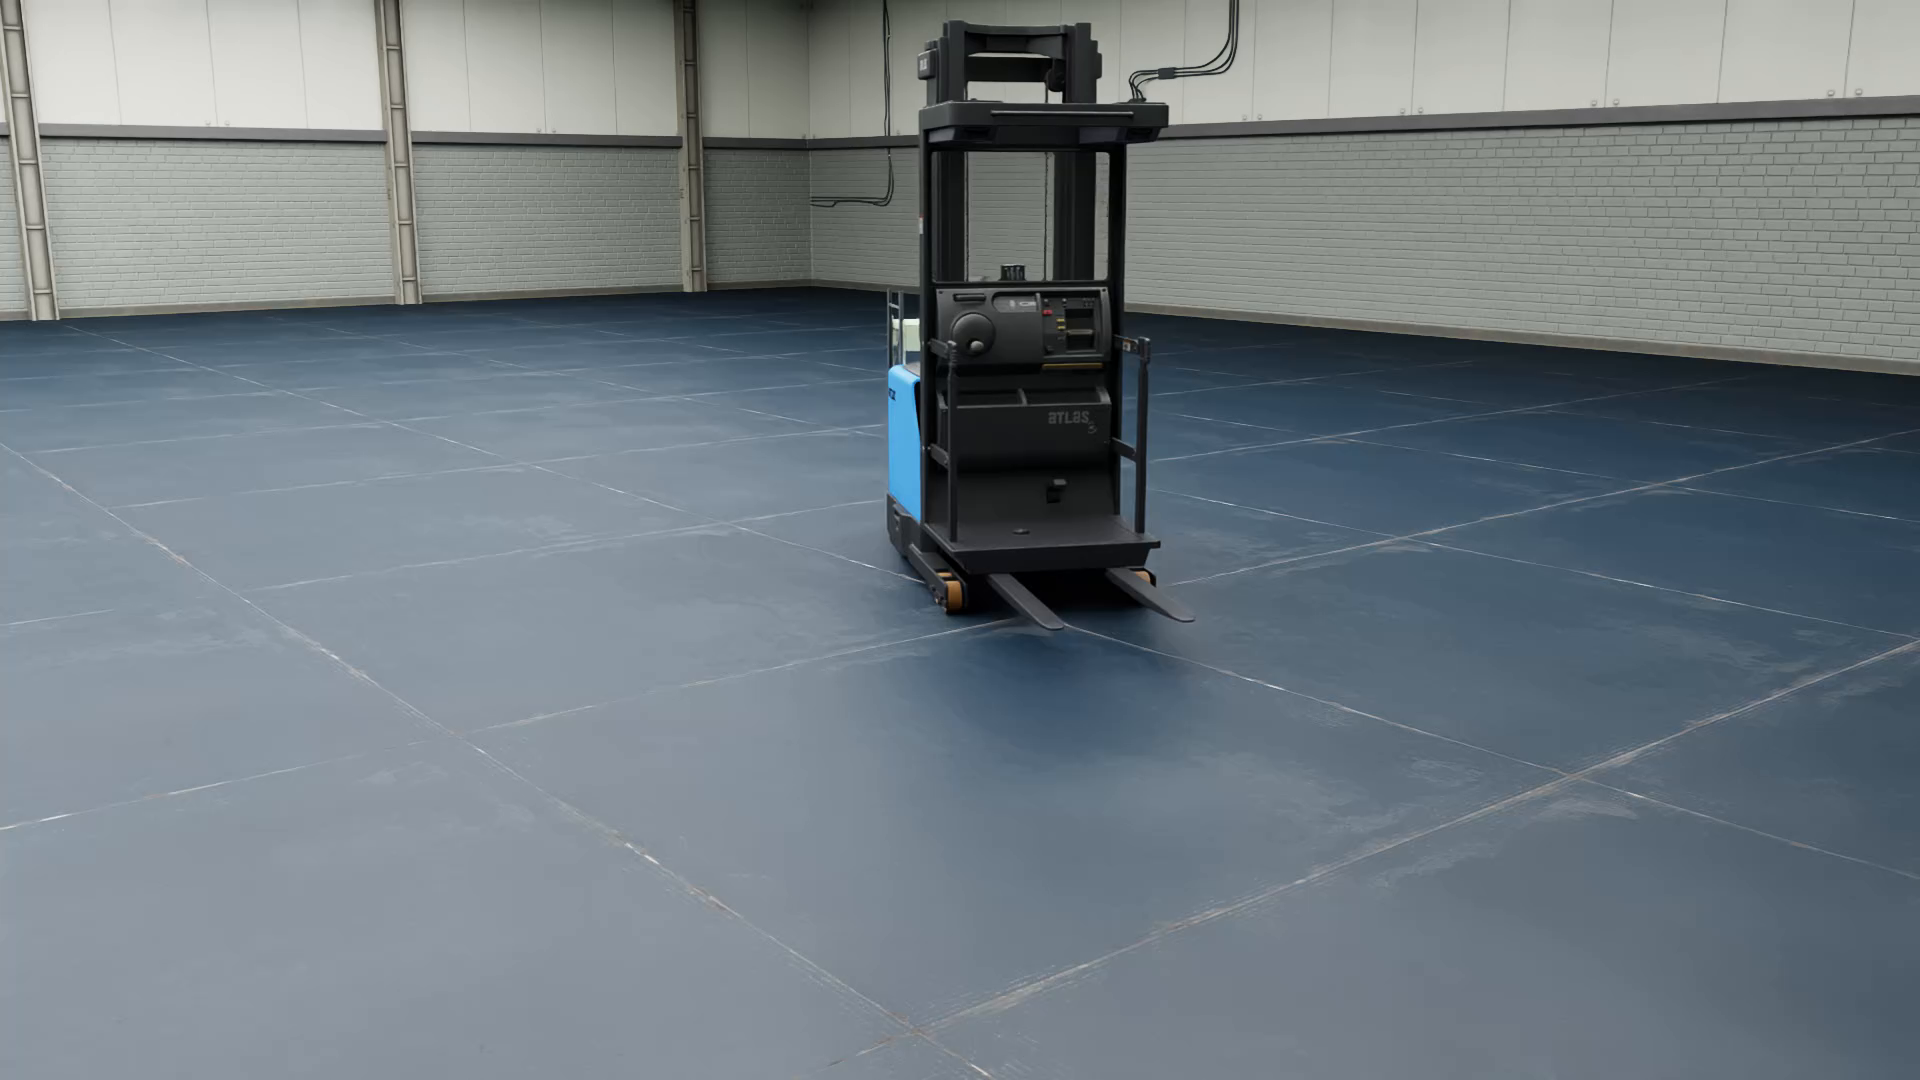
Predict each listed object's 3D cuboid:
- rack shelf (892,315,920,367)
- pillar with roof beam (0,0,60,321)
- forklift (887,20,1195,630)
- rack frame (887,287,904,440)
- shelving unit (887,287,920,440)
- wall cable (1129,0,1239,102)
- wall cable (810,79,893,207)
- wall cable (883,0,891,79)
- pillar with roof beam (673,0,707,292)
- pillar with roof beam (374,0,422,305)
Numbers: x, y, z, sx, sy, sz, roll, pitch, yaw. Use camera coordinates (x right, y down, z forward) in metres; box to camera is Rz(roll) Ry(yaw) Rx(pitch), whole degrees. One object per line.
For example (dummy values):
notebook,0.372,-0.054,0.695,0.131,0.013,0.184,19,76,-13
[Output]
rack shelf,-0.037,-1.186,10.226,0.720,0.370,0.431,-3,12,-13
pillar with roof beam,-12.142,-7.273,22.714,0.400,9.000,9.100,-9,15,-38
forklift,0.385,-1.151,8.492,1.130,2.935,3.031,-3,12,-12
rack frame,-0.393,-0.787,10.225,0.023,1.500,0.400,-3,12,-13
shelving unit,-0.037,-0.805,10.307,0.755,1.500,0.431,-3,12,-13
wall cable,3.584,-9.817,26.511,0.169,6.003,2.305,-9,15,-38
wall cable,-2.335,-8.177,34.448,0.112,2.526,3.097,-9,15,-38
wall cable,-0.645,-10.209,31.857,0.112,2.526,3.097,-9,15,-38
pillar with roof beam,-2.772,-8.830,30.047,0.400,9.000,9.100,-9,15,-38
pillar with roof beam,-7.457,-8.051,26.380,0.400,9.000,9.100,-9,15,-38
